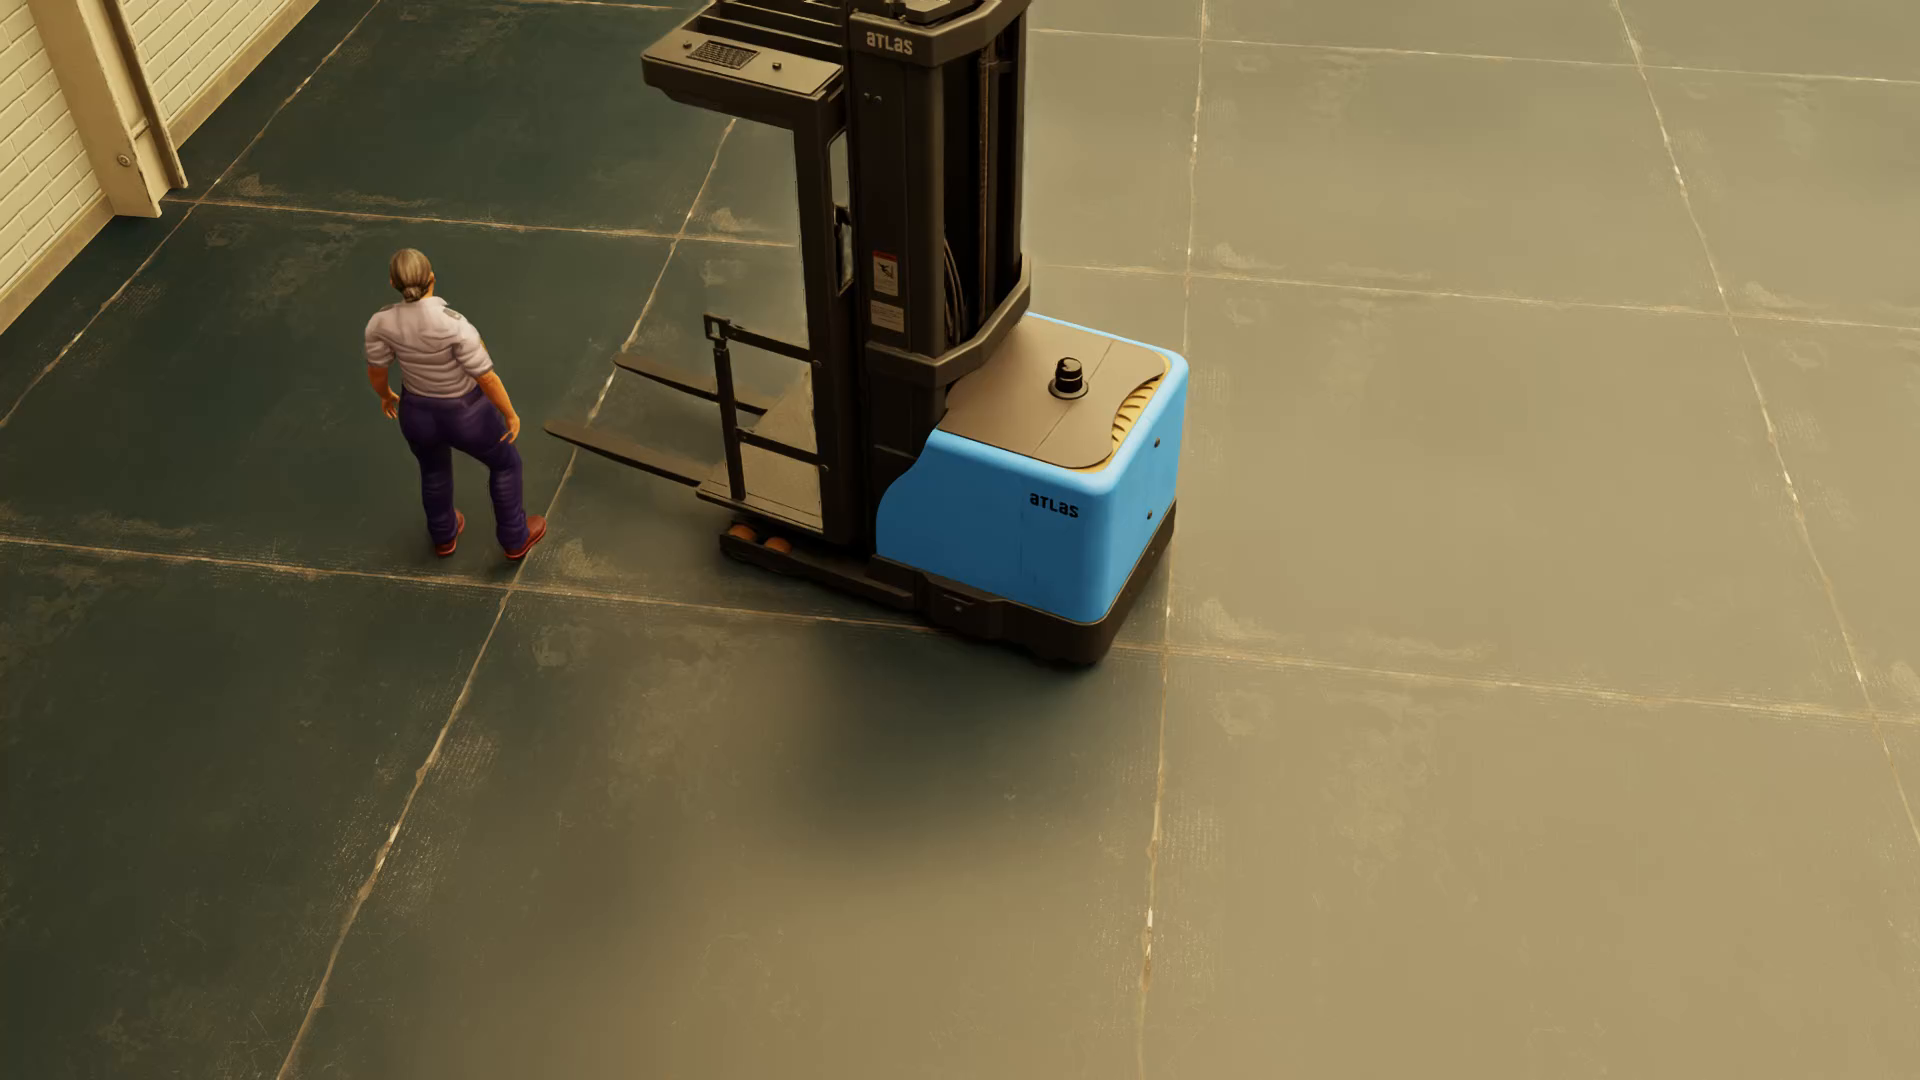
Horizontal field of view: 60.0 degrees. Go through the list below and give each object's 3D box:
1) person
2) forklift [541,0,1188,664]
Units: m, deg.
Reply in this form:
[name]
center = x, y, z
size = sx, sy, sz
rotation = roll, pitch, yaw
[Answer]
[person]
center = -2.246, -0.579, 7.310
size = 0.636, 1.641, 0.398
rotation = 4, 43, 4
[forklift]
center = -0.554, -1.230, 7.064
size = 3.031, 2.935, 1.130
rotation = 18, 46, 19
